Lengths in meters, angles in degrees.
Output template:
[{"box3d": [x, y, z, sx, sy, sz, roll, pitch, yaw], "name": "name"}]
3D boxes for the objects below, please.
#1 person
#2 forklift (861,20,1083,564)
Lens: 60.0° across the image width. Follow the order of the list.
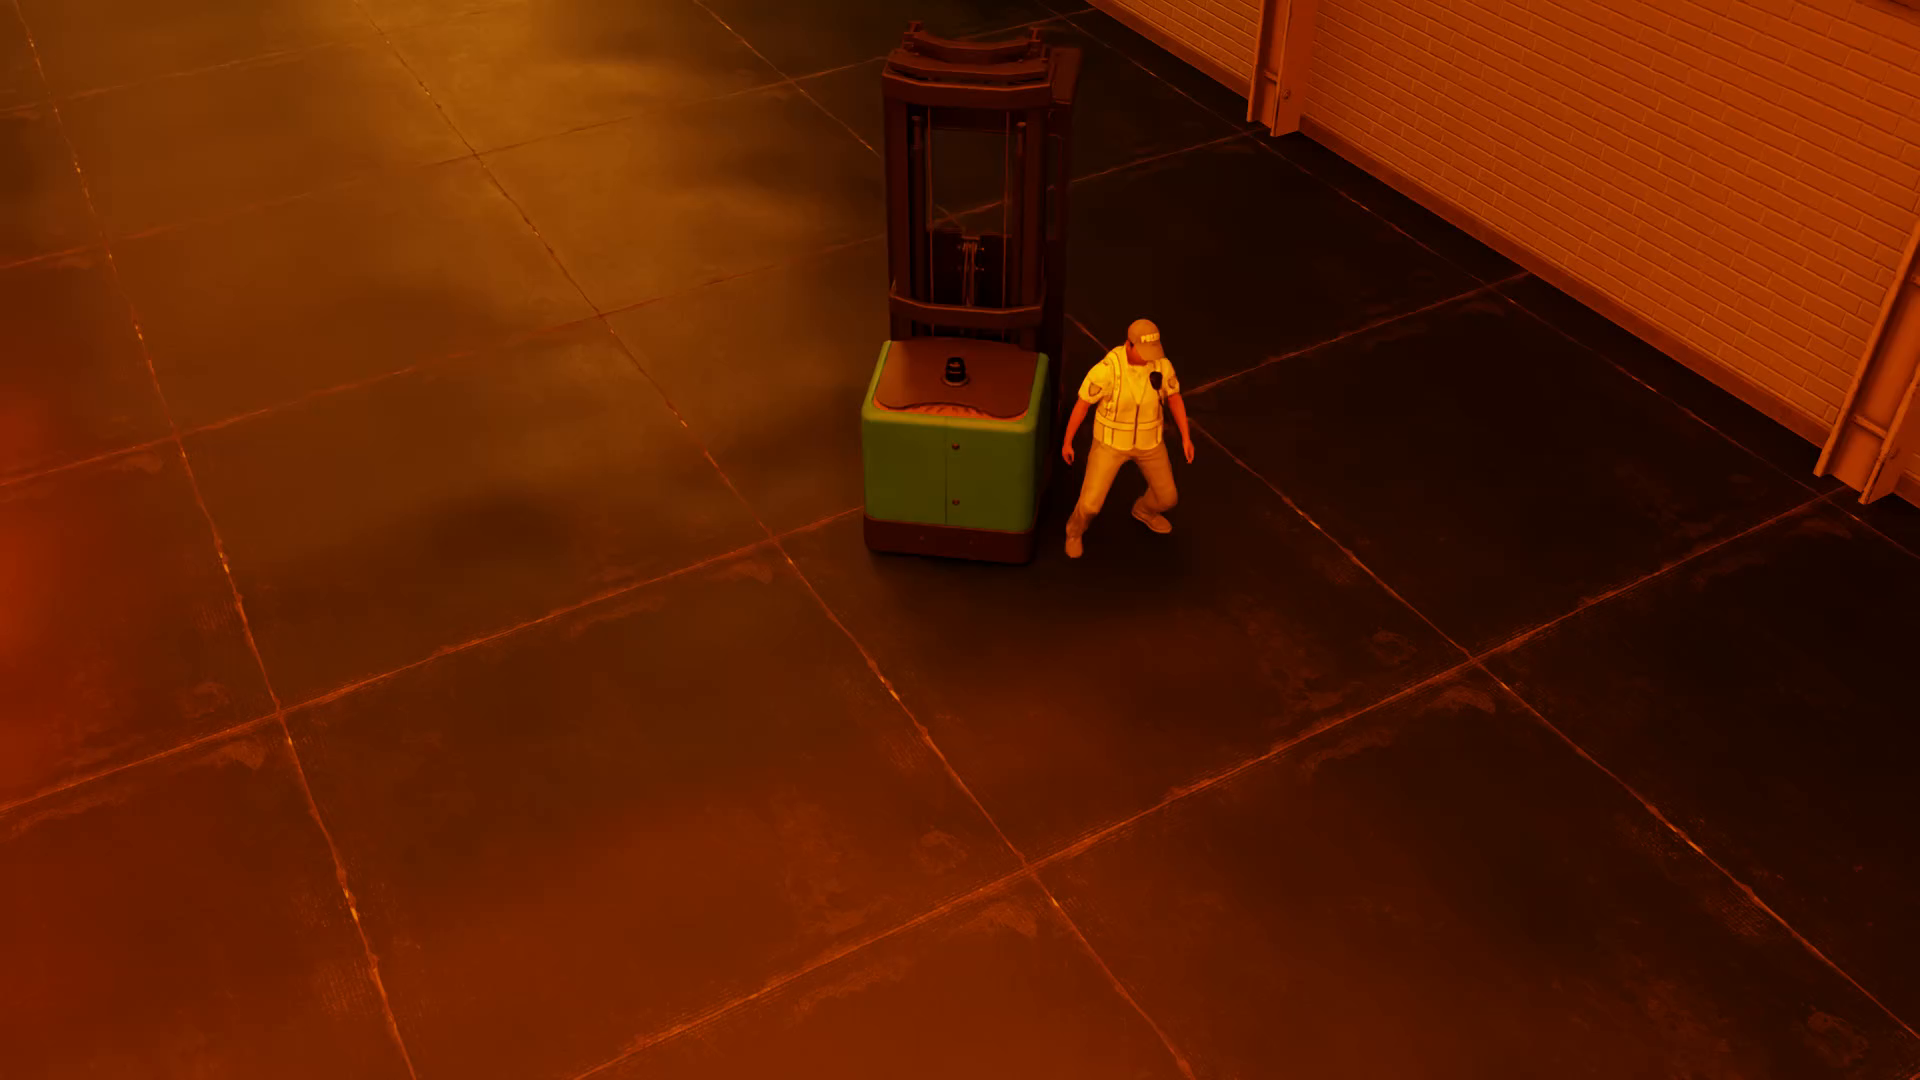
[{"box3d": [0.986, -0.593, 9.851, 0.783, 1.614, 0.486, -4, 40, -5], "name": "person"}, {"box3d": [0.137, -1.925, 10.357, 1.130, 2.935, 3.031, 5, 40, 6], "name": "forklift"}]
